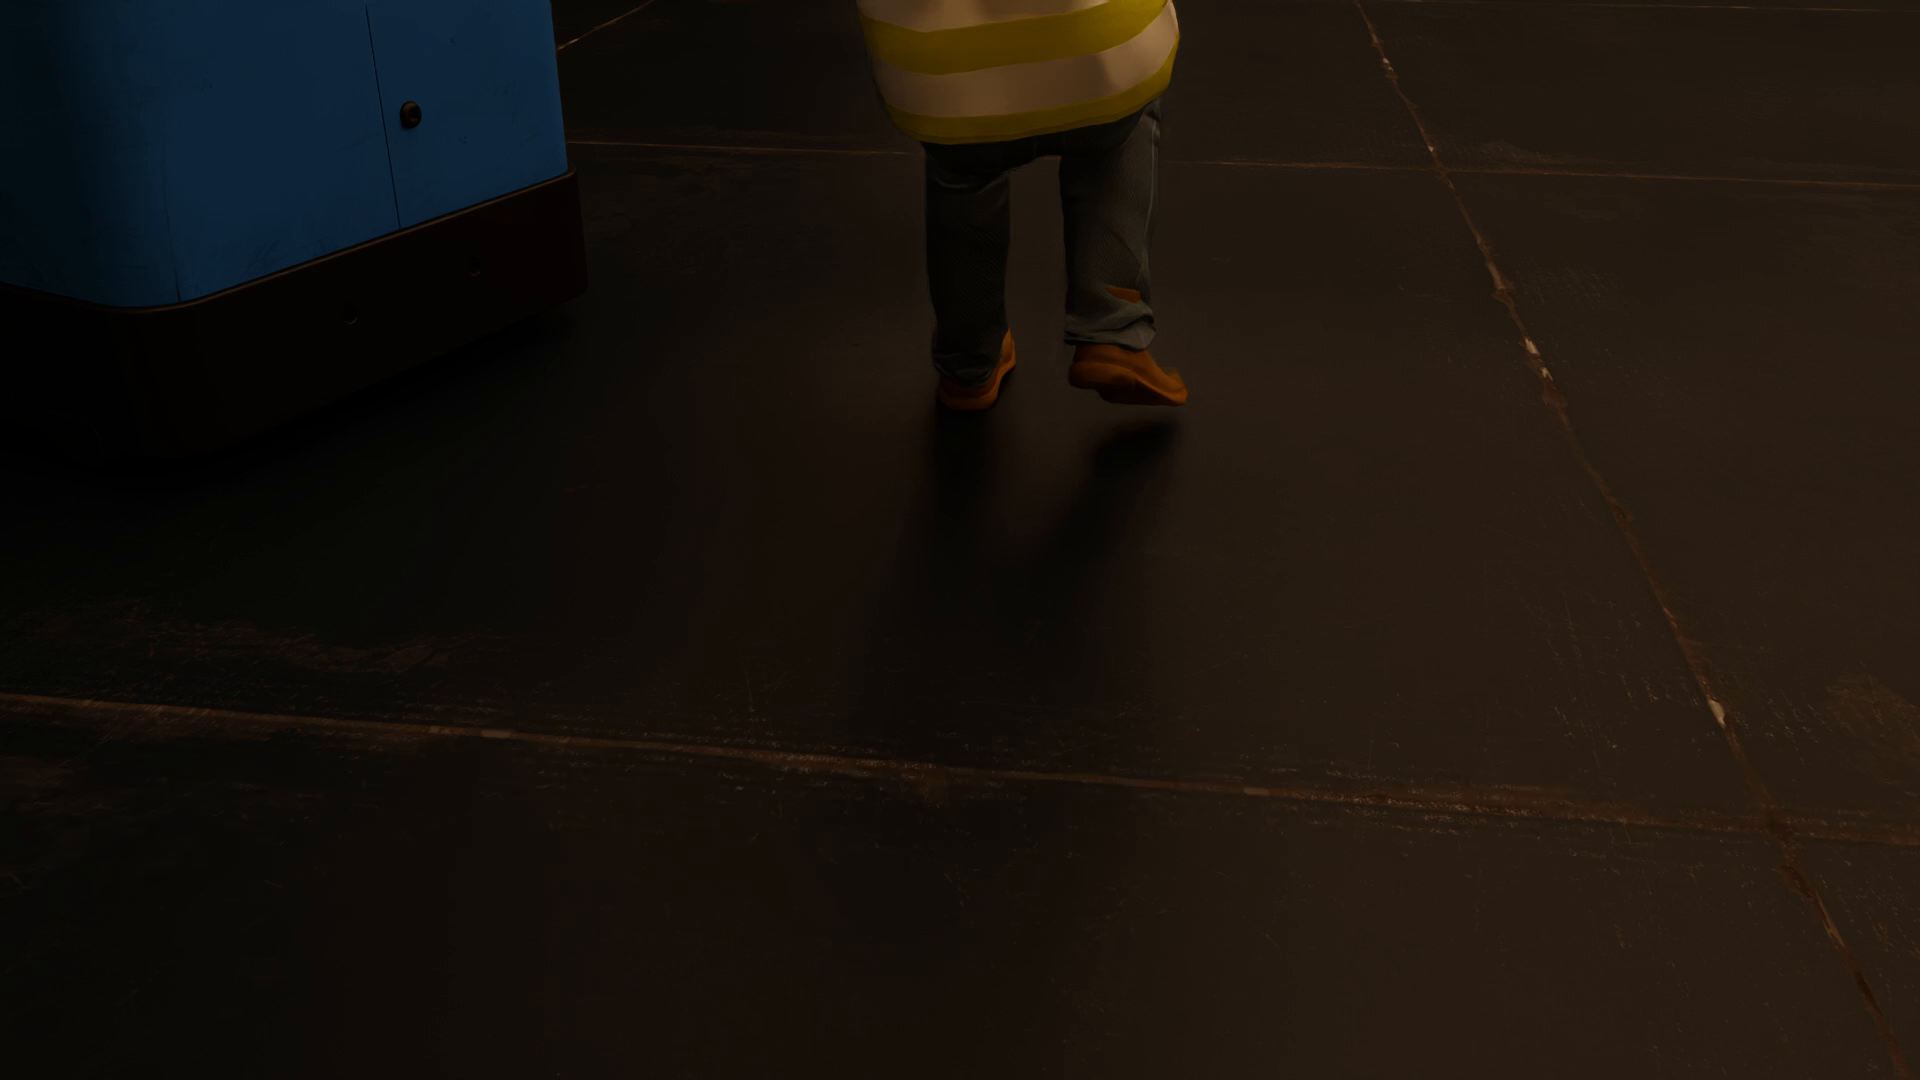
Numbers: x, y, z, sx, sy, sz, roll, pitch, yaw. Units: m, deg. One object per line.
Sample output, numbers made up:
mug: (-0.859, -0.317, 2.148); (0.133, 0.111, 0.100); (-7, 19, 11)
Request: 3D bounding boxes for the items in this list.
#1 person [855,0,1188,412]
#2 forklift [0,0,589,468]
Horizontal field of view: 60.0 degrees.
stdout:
person: (0.111, -0.845, 2.491); (1.125, 1.533, 0.872); (1, 27, 2)
forklift: (-2.298, -1.878, 2.982); (3.031, 2.935, 1.130); (13, 29, 25)
